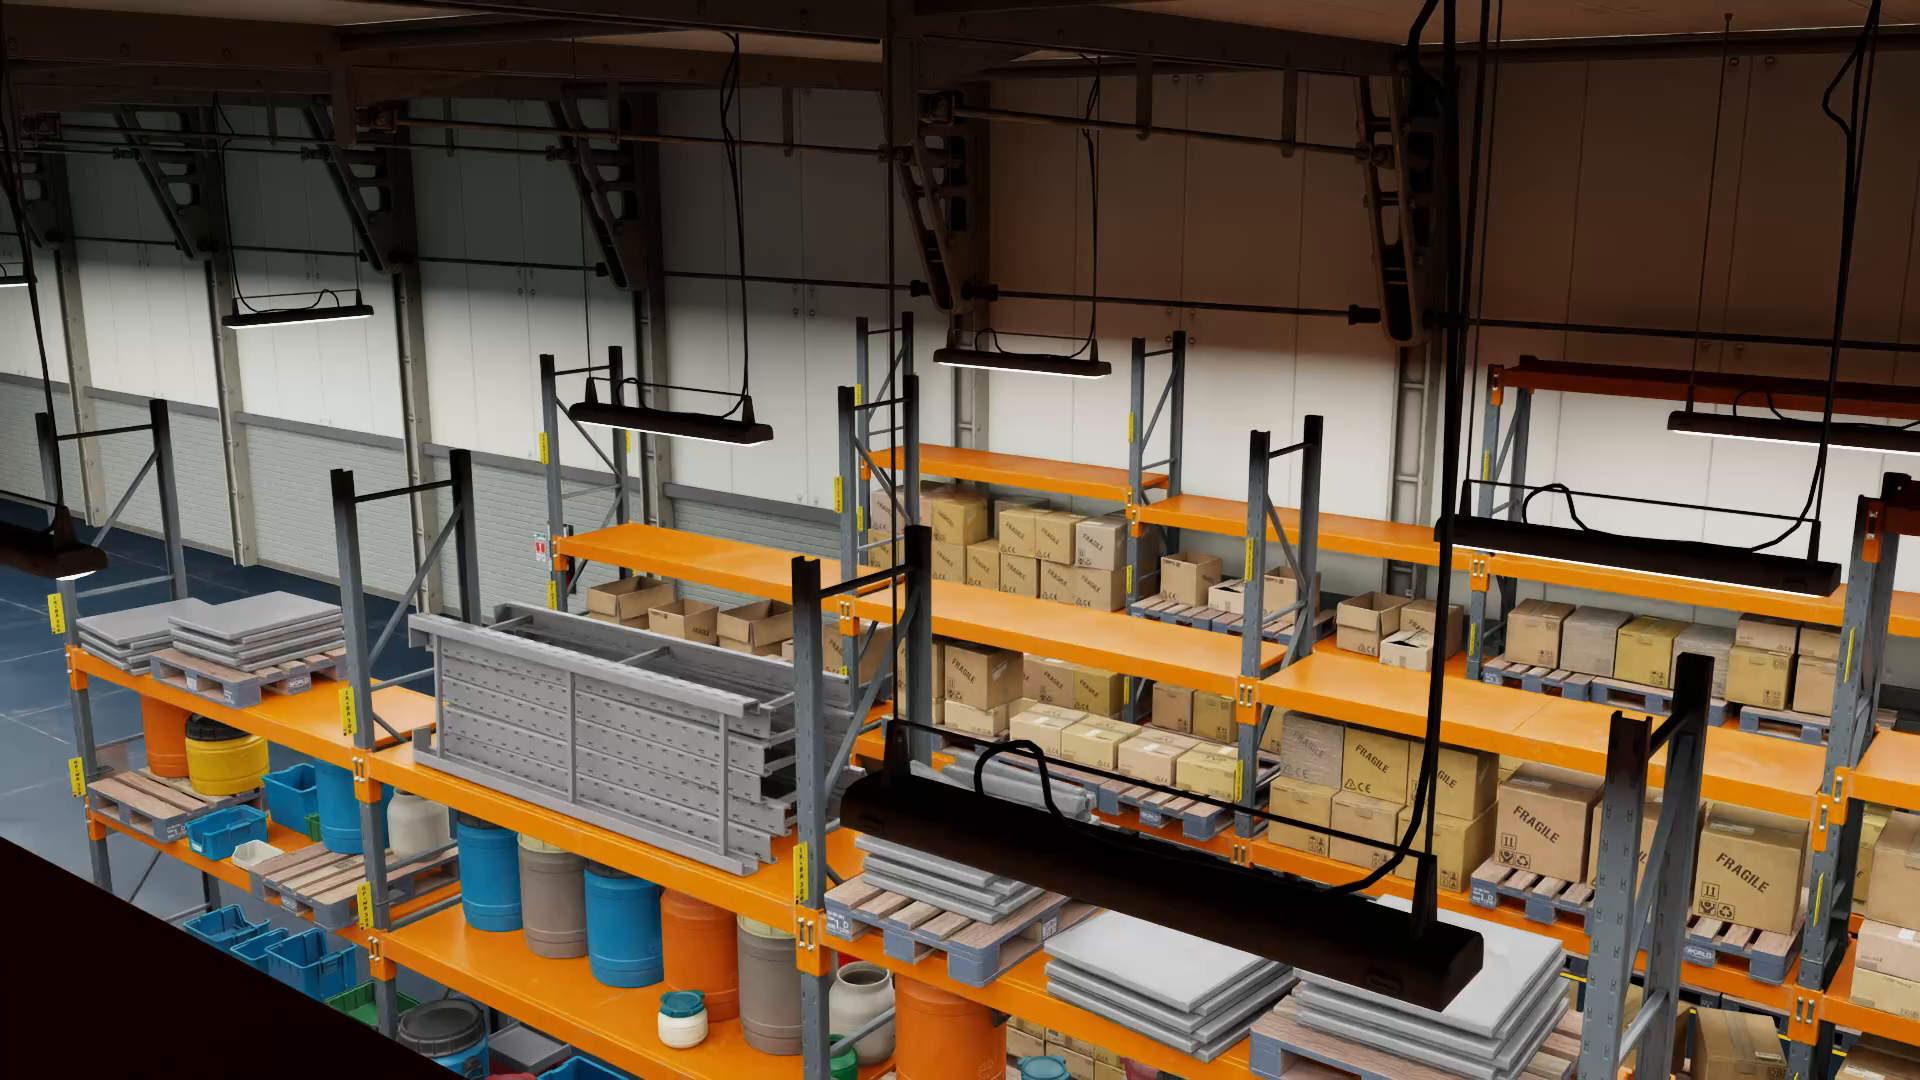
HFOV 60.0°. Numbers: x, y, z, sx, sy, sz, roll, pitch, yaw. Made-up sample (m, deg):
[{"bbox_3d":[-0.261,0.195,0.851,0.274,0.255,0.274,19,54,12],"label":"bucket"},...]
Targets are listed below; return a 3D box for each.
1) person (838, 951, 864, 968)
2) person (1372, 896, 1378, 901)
[{"bbox_3d":[-1.043,3.995,14.248,1.077,1.654,0.630,11,17,39],"label":"person"},{"bbox_3d":[4.169,3.624,15.932,0.715,1.684,0.636,-12,18,-41],"label":"person"}]
